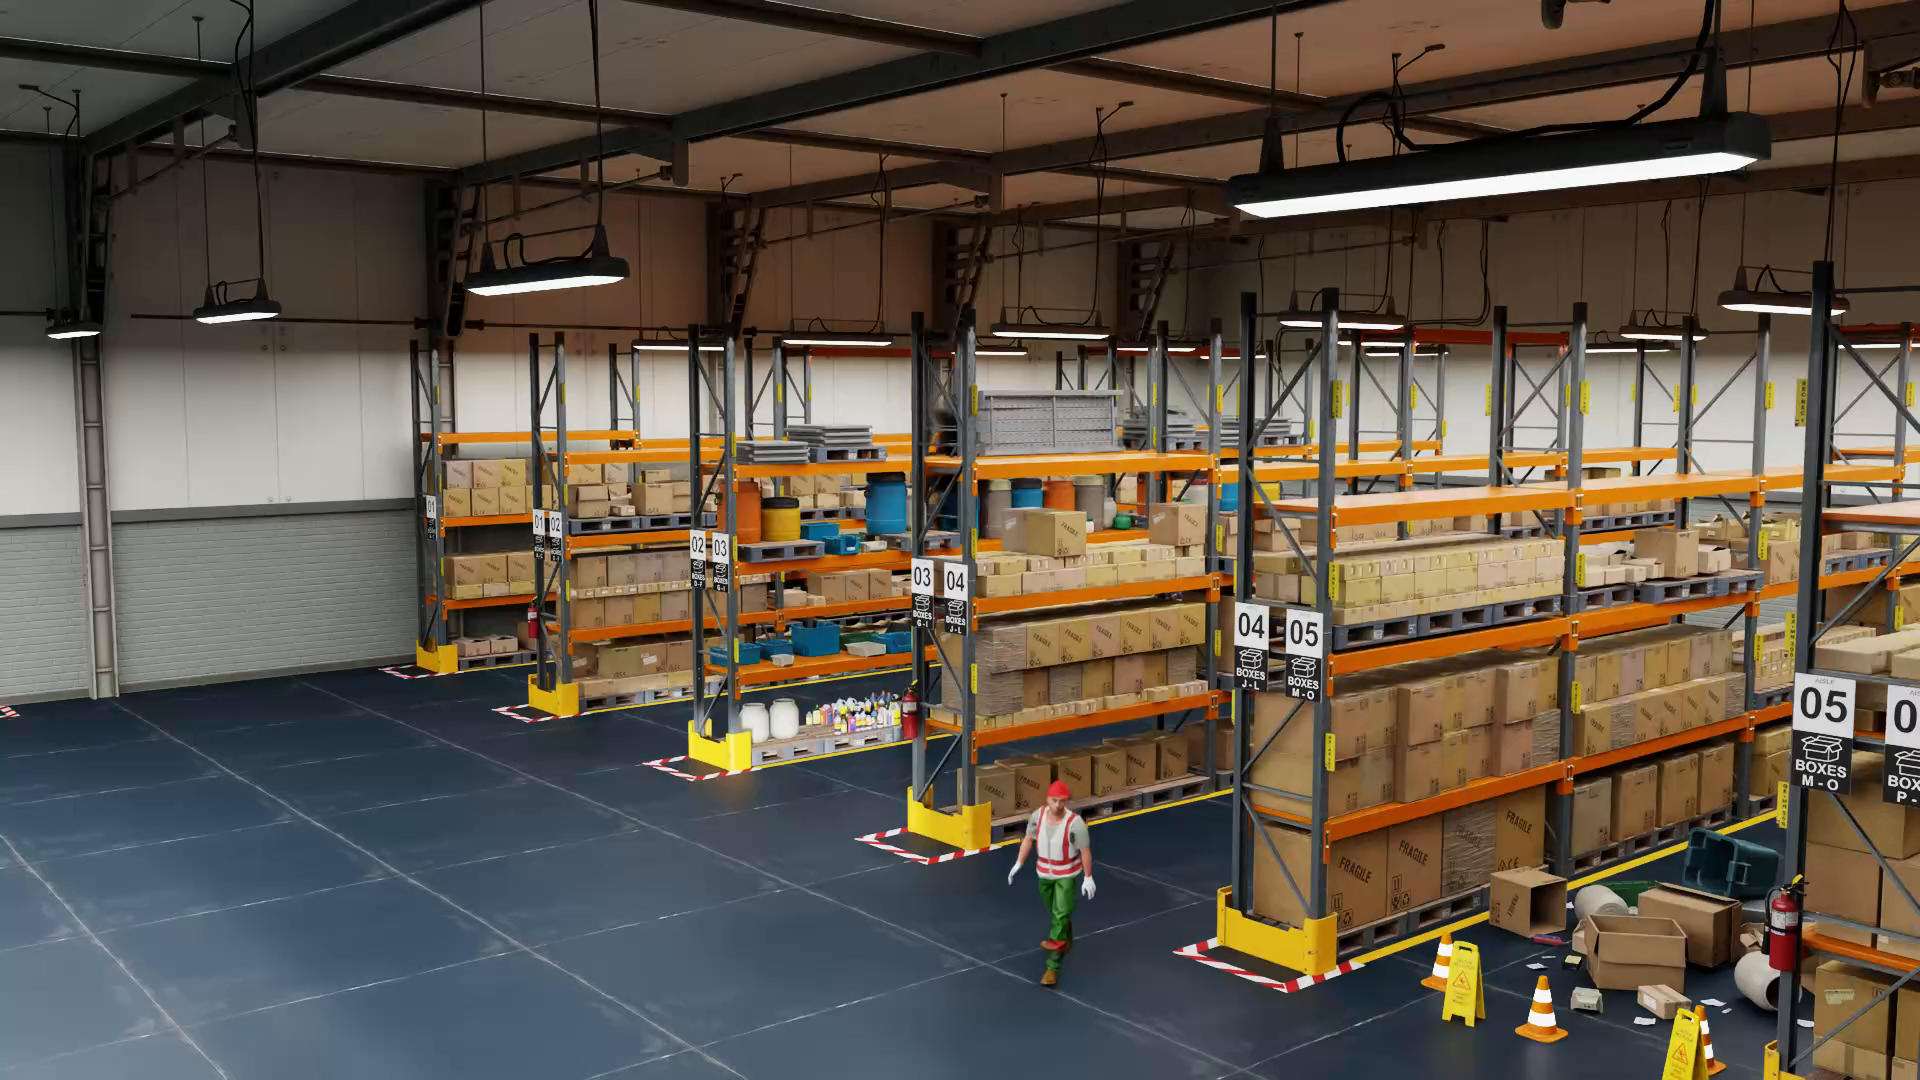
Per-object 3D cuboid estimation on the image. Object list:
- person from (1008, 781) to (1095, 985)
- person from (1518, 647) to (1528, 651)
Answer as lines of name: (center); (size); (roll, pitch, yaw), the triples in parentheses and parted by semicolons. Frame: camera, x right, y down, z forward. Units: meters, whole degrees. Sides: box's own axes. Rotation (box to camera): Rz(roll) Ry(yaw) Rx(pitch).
person: (0.854, 2.942, 14.677); (0.696, 1.728, 0.997); (3, 6, 30)
person: (8.272, 2.225, 23.787); (1.076, 1.438, 0.607); (-2, 6, -21)
